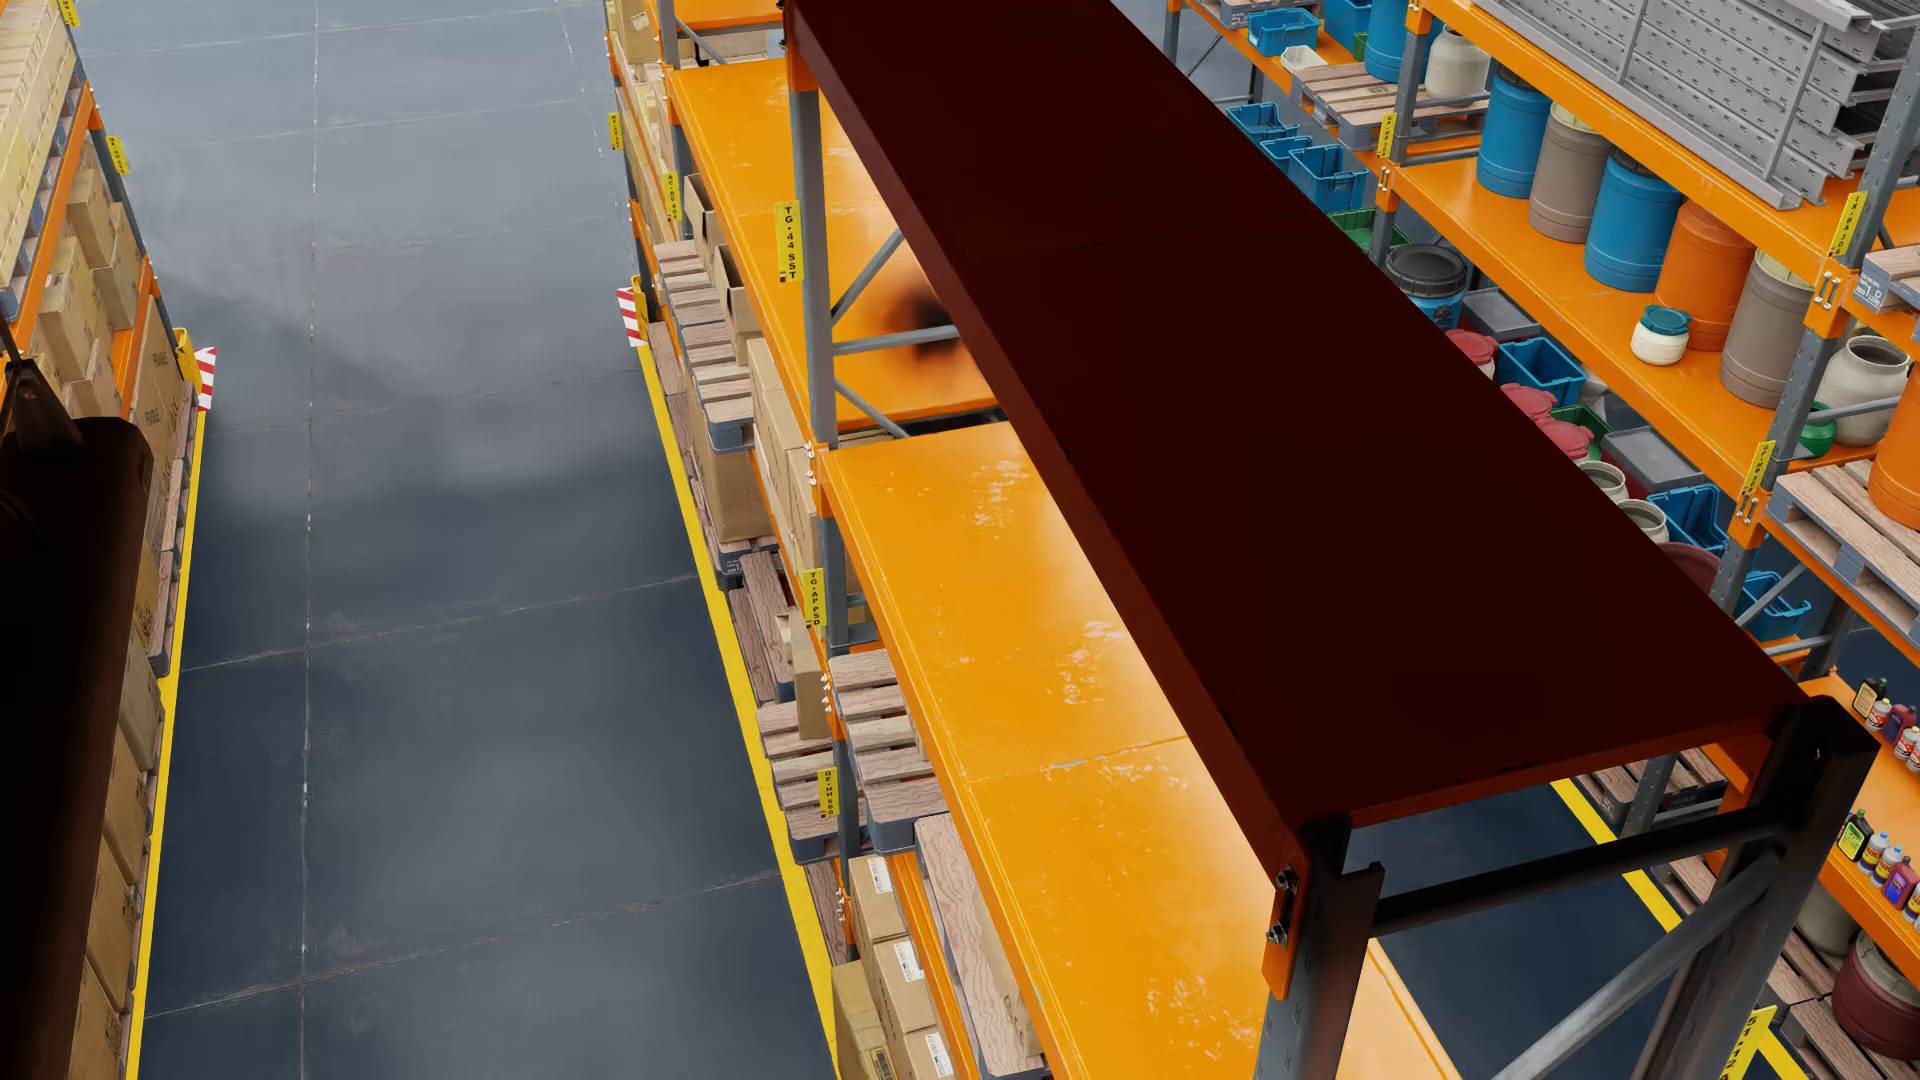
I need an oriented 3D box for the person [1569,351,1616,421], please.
[{"bbox_3d":[5.061,-1.304,13.147,0.641,1.664,0.583,-6,39,-8],"label":"person"}]
